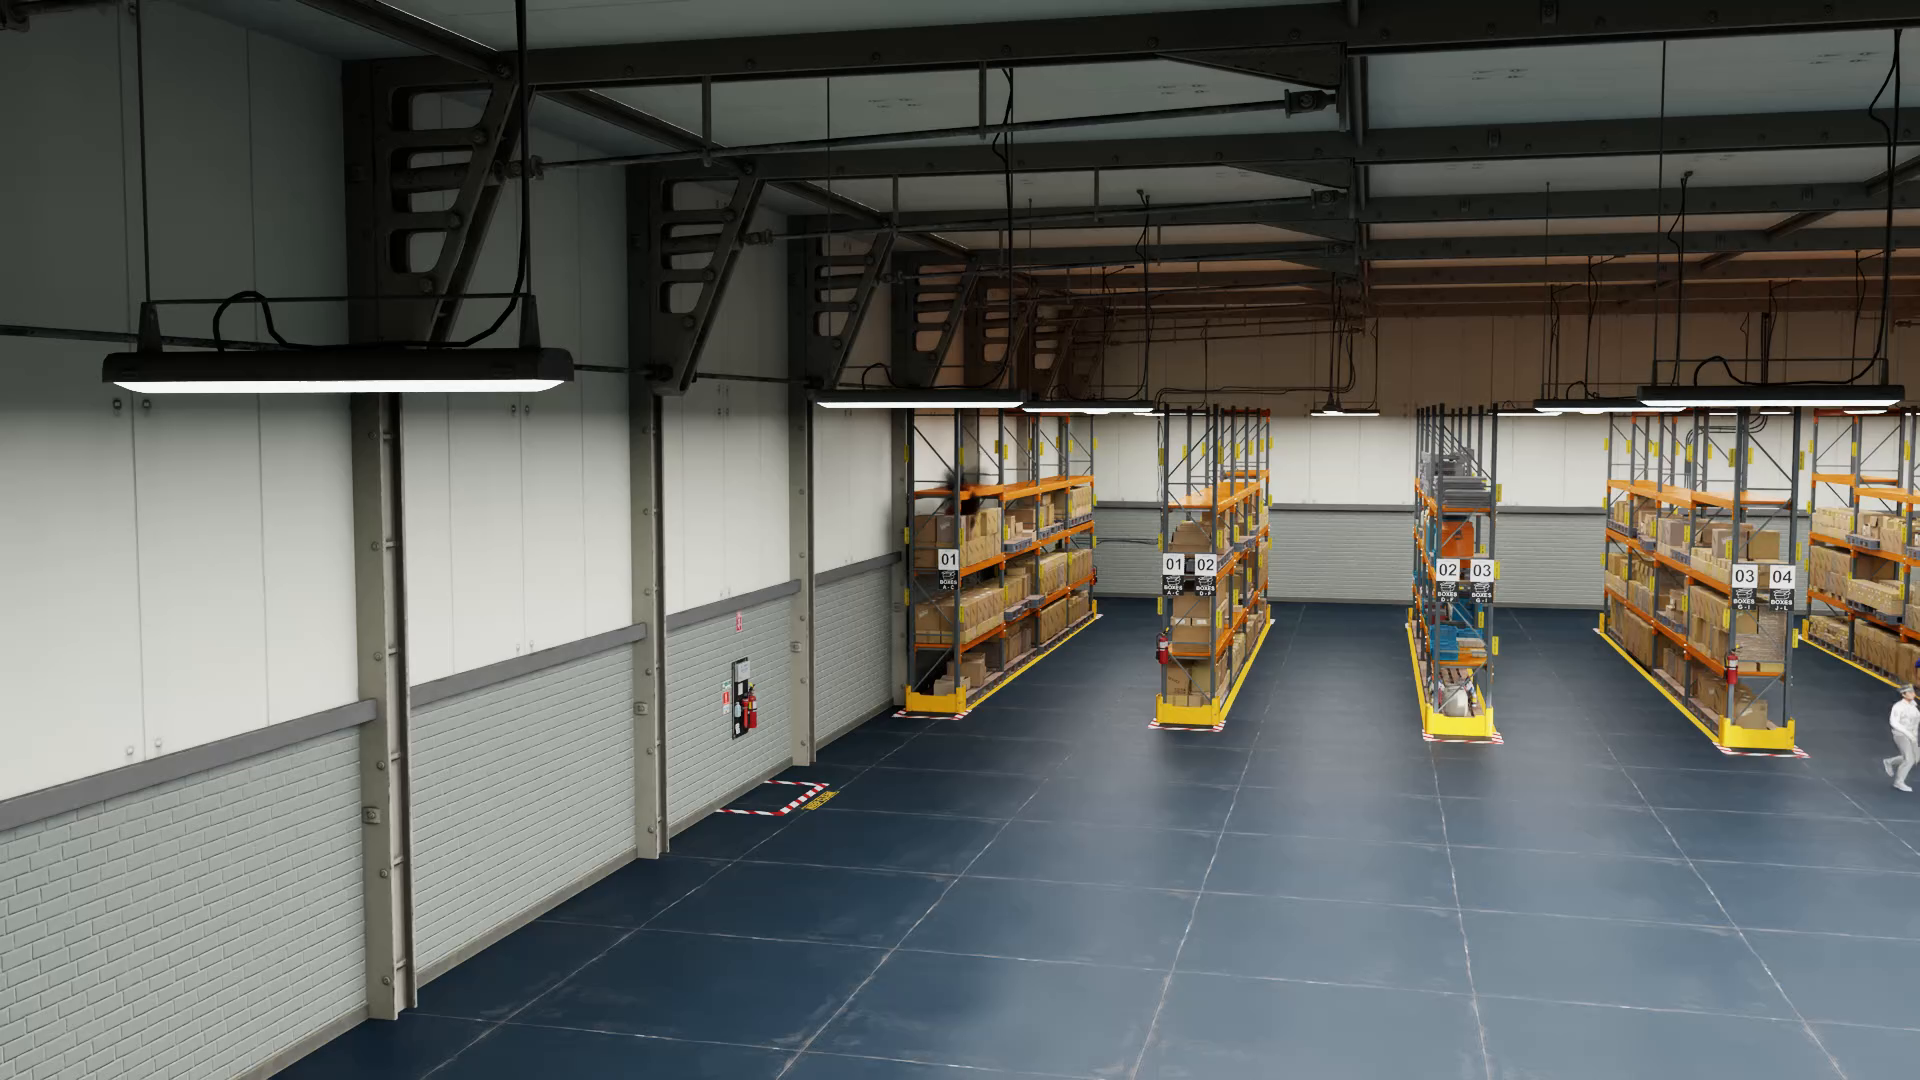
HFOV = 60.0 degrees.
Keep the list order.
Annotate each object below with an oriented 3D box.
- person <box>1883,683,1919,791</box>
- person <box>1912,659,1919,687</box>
[{"bbox_3d":[14.599,3.028,25.750,0.626,1.670,0.624,-2,5,-26],"label":"person"},{"bbox_3d":[17.638,2.710,30.137,0.544,1.697,0.712,1,4,9],"label":"person"}]
